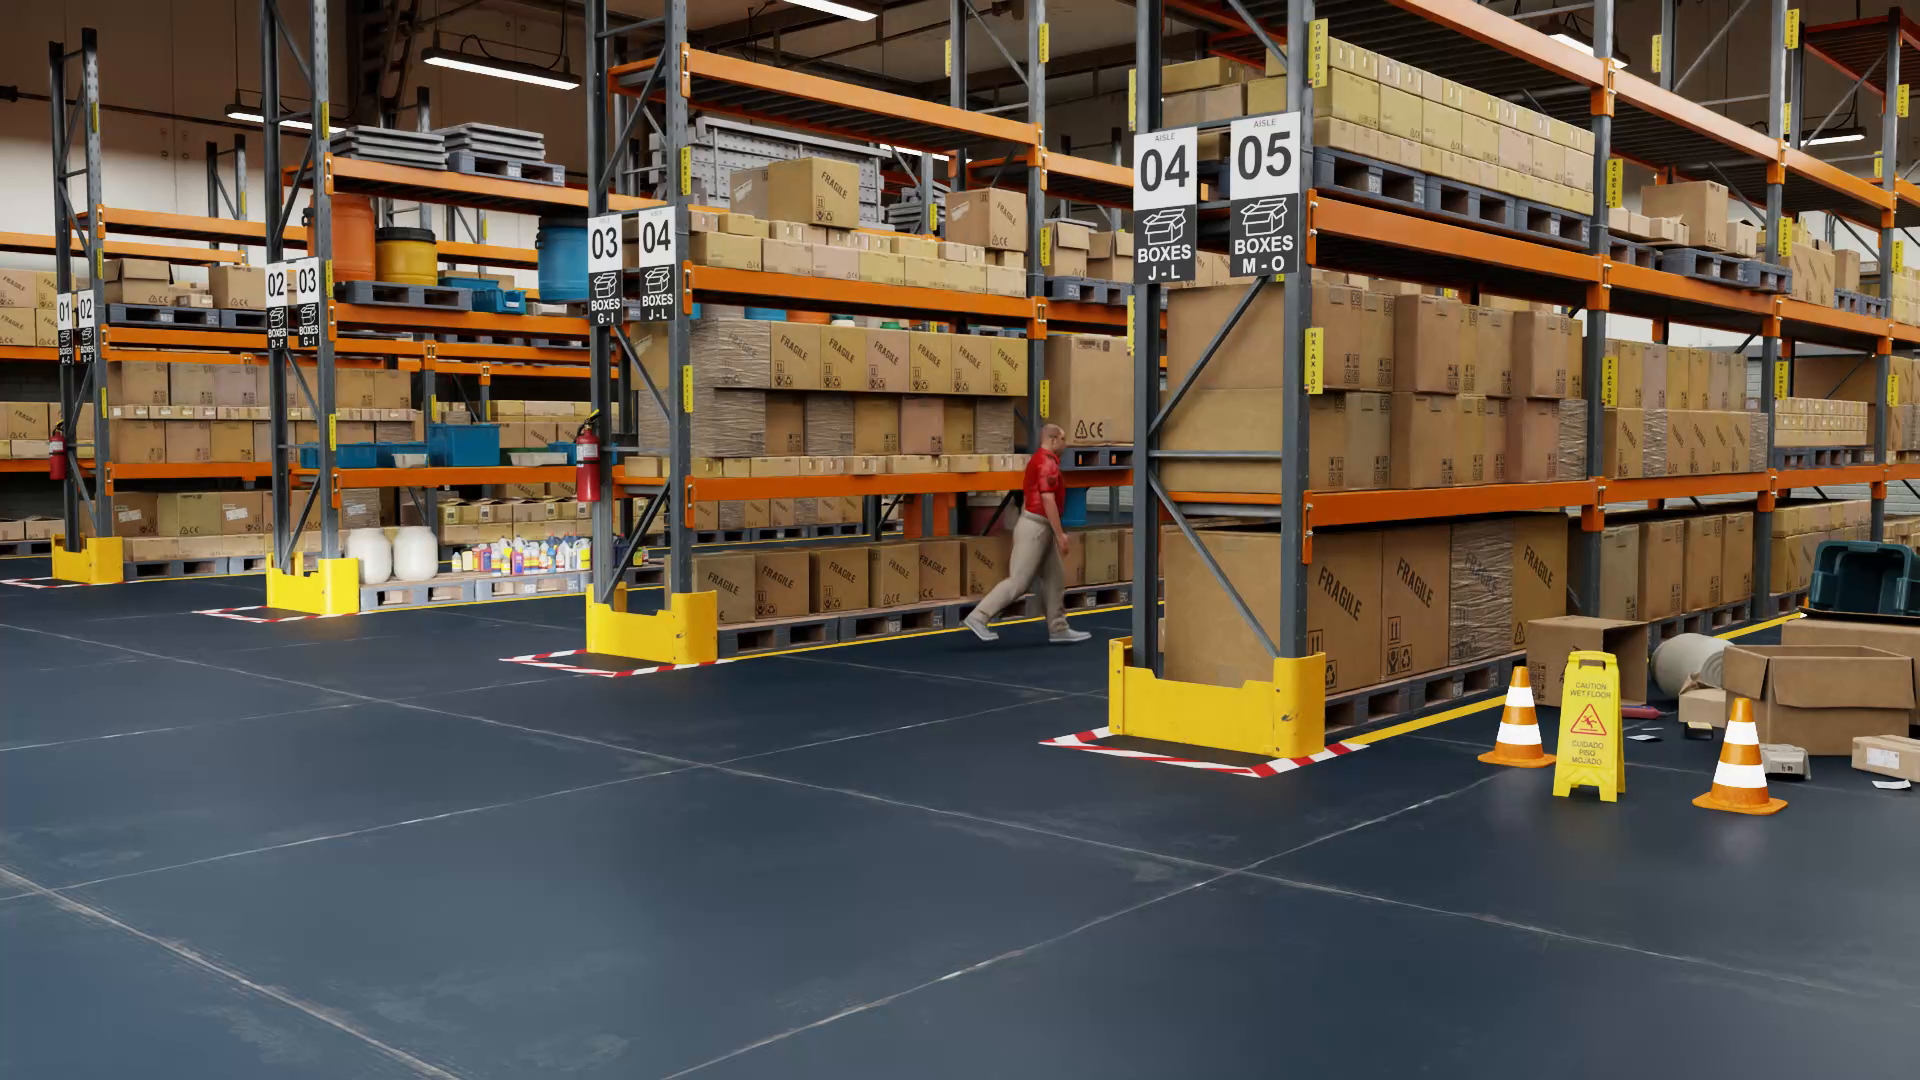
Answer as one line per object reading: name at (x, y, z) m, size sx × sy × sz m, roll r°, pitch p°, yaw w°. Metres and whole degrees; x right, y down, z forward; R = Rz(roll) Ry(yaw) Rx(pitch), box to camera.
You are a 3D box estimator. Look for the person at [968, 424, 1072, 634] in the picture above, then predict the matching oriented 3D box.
person at (0.455, -0.076, 12.651) m, size 0.782 × 1.616 × 0.534 m, roll 0°, pitch 4°, yaw 2°
